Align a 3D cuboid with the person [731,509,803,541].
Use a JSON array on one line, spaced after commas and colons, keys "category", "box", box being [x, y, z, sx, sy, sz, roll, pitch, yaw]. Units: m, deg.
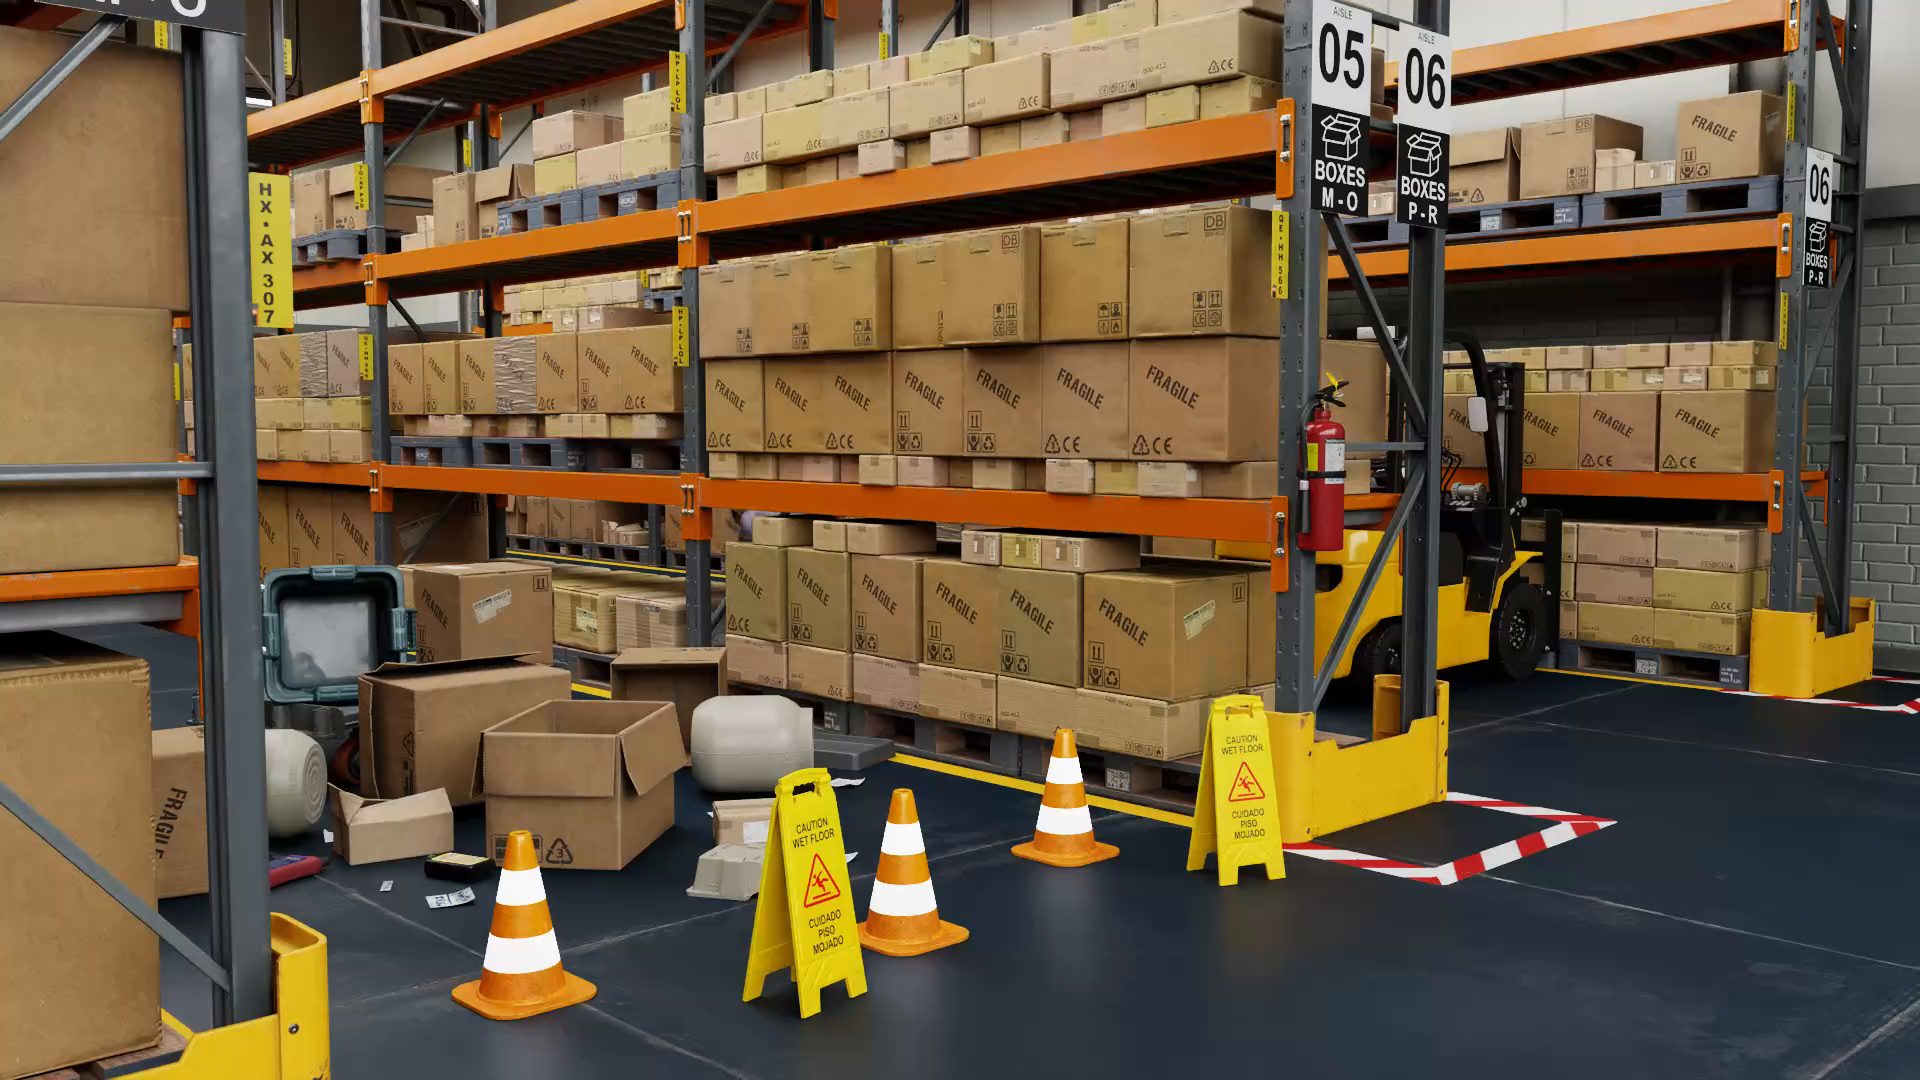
[{"category": "person", "box": [-1.365, 0.230, 12.085, 0.852, 1.063, 0.456, 4, 6, 44]}]
